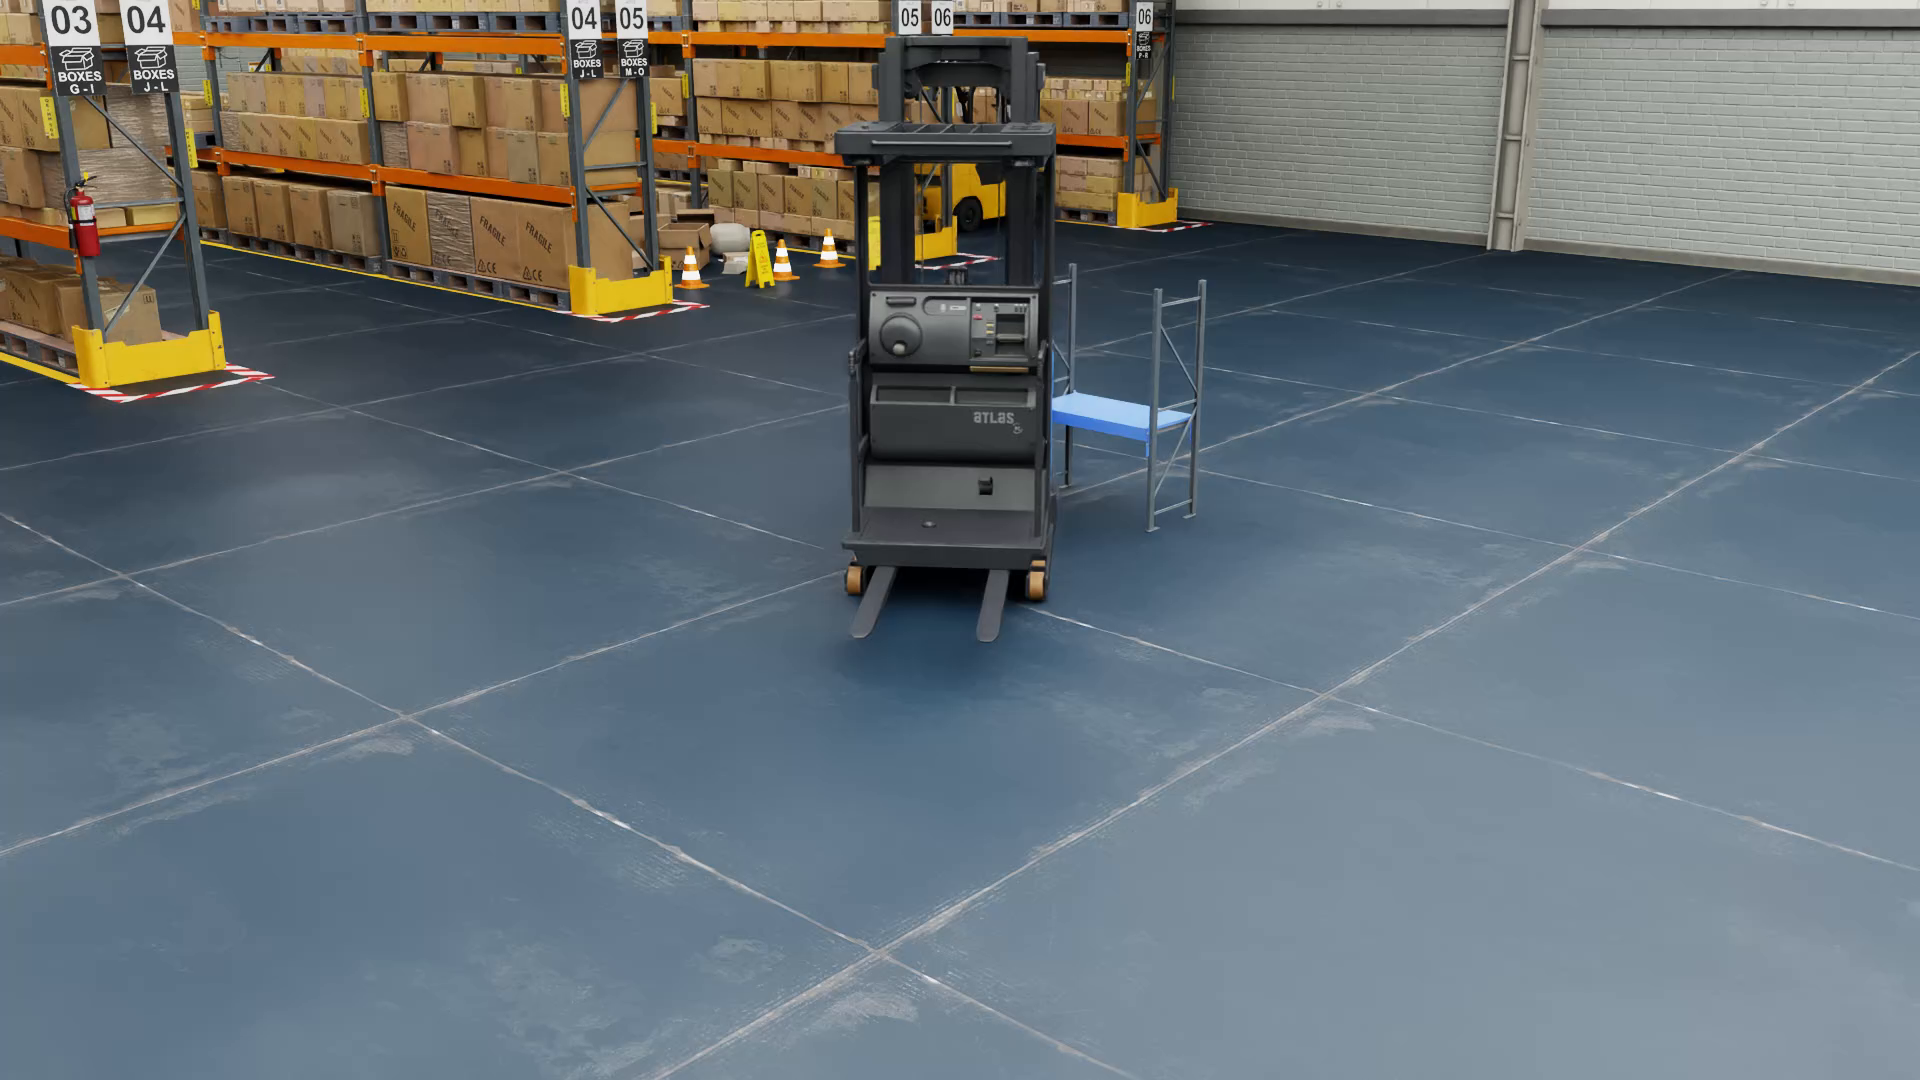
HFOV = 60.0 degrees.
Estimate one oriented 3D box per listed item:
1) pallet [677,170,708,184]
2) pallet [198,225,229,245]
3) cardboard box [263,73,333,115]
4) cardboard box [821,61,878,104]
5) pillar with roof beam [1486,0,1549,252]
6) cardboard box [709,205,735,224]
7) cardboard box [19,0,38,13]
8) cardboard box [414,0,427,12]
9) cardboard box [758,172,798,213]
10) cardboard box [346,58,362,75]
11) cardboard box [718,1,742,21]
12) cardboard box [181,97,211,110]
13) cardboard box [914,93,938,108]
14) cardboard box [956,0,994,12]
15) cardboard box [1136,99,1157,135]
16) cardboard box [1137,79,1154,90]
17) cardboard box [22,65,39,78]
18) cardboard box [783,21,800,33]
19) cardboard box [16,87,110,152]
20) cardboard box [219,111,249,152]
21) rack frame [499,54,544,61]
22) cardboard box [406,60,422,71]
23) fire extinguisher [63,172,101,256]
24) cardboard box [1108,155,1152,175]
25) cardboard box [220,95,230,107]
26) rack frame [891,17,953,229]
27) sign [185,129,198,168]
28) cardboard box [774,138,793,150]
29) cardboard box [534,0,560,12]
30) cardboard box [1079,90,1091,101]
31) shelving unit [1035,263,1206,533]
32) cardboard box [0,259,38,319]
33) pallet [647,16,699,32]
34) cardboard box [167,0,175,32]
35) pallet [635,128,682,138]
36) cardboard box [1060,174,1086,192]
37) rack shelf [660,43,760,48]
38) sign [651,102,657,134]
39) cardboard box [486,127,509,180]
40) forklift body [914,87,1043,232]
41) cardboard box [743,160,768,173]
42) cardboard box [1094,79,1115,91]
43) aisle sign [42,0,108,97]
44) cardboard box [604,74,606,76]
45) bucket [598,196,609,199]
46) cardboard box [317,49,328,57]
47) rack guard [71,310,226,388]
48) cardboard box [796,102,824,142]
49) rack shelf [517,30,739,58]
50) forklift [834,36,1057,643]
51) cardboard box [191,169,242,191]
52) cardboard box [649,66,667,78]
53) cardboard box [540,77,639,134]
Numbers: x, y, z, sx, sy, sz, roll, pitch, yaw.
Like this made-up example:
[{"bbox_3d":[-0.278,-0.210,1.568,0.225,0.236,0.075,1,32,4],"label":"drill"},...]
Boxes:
[{"bbox_3d":[-4.605,-6.912,31.542,1.213,0.211,1.003,15,23,39],"label":"pallet"},{"bbox_3d":[-10.249,-4.402,23.633,1.213,0.211,1.003,15,23,39],"label":"pallet"},{"bbox_3d":[-8.572,-5.802,21.616,0.500,0.500,0.700,15,23,38],"label":"cardboard box"},{"bbox_3d":[-1.373,-5.930,21.528,0.500,0.500,0.700,15,23,40],"label":"cardboard box"},{"bbox_3d":[4.527,-7.256,18.098,0.400,9.000,9.100,15,23,39],"label":"pillar with roof beam"},{"bbox_3d":[-3.202,-4.621,23.564,0.500,0.250,0.500,14,22,37],"label":"cardboard box"},{"bbox_3d":[-7.465,-4.399,13.644,0.250,0.149,0.380,15,23,39],"label":"cardboard box"},{"bbox_3d":[-5.865,-5.974,18.575,0.250,0.149,0.380,15,23,38],"label":"cardboard box"},{"bbox_3d":[-2.407,-4.769,22.791,0.500,0.500,0.500,17,24,42],"label":"cardboard box"},{"bbox_3d":[-10.358,-8.177,29.101,0.500,0.500,0.500,15,23,38],"label":"cardboard box"},{"bbox_3d":[-2.925,-7.159,22.508,0.500,0.250,0.500,15,23,39],"label":"cardboard box"},{"bbox_3d":[-10.337,-5.932,22.583,0.250,0.149,0.380,14,22,37],"label":"cardboard box"},{"bbox_3d":[-0.709,-7.242,27.394,0.500,0.250,0.500,14,23,38],"label":"cardboard box"},{"bbox_3d":[0.289,-8.447,26.099,0.500,0.311,0.500,16,23,40],"label":"cardboard box"},{"bbox_3d":[2.634,-6.441,25.284,0.500,0.500,0.500,16,24,41],"label":"cardboard box"},{"bbox_3d":[2.710,-6.846,24.994,0.250,0.149,0.380,14,23,38],"label":"cardboard box"},{"bbox_3d":[-14.350,-7.385,26.112,0.500,0.500,0.500,14,22,38],"label":"cardboard box"},{"bbox_3d":[-2.103,-6.724,21.797,0.250,0.149,0.380,15,23,39],"label":"cardboard box"},{"bbox_3d":[-7.625,-3.586,14.142,0.500,0.500,0.500,15,23,39],"label":"cardboard box"},{"bbox_3d":[-9.509,-5.470,22.224,0.500,0.500,0.500,15,23,40],"label":"cardboard box"},{"bbox_3d":[-9.147,-9.444,34.910,0.127,3.000,1.000,15,23,39],"label":"rack frame"},{"bbox_3d":[-8.910,-7.792,27.887,0.500,0.500,0.500,15,23,39],"label":"cardboard box"},{"bbox_3d":[-7.270,-2.701,13.793,0.183,0.674,0.296,15,23,39],"label":"fire extinguisher"},{"bbox_3d":[2.586,-5.737,25.428,0.500,0.250,0.500,15,23,38],"label":"cardboard box"},{"bbox_3d":[-10.086,-6.128,23.198,0.250,0.149,0.380,14,23,38],"label":"cardboard box"},{"bbox_3d":[-0.472,-5.108,21.247,0.127,3.000,1.000,15,23,39],"label":"rack frame"},{"bbox_3d":[-6.690,-3.401,14.438,0.005,0.325,0.100,15,23,39],"label":"sign"},{"bbox_3d":[-2.284,-5.352,22.432,0.250,0.149,0.380,15,23,39],"label":"cardboard box"},{"bbox_3d":[-4.156,-5.515,17.128,0.250,0.149,0.380,15,23,39],"label":"cardboard box"},{"bbox_3d":[2.010,-6.705,25.042,0.250,0.149,0.380,16,23,40],"label":"cardboard box"},{"bbox_3d":[0.951,-0.923,10.541,1.048,1.500,0.538,16,23,40],"label":"shelving unit"},{"bbox_3d":[-9.336,-2.475,16.389,0.500,0.500,0.500,-10,20,-28],"label":"cardboard box"},{"bbox_3d":[-3.855,-7.399,23.819,1.003,0.211,1.213,15,23,39],"label":"pallet"},{"bbox_3d":[-10.644,-7.206,22.734,0.500,0.500,0.500,15,23,39],"label":"cardboard box"},{"bbox_3d":[-4.948,-6.234,25.114,1.213,0.211,1.003,15,23,39],"label":"pallet"},{"bbox_3d":[1.880,-5.489,25.475,0.500,0.250,0.500,15,23,39],"label":"cardboard box"},{"bbox_3d":[-4.660,-9.326,30.769,4.000,0.370,1.077,15,23,39],"label":"rack shelf"},{"bbox_3d":[-3.309,-4.542,17.903,0.005,0.325,0.100,15,23,39],"label":"sign"},{"bbox_3d":[-4.751,-4.349,18.610,0.550,0.550,0.875,15,23,39],"label":"cardboard box"},{"bbox_3d":[0.191,-5.795,24.815,1.214,2.155,2.313,15,23,39],"label":"forklift body"},{"bbox_3d":[-2.763,-5.146,22.907,0.250,0.149,0.380,16,24,41],"label":"cardboard box"},{"bbox_3d":[2.207,-6.797,24.840,0.250,0.149,0.380,15,23,39],"label":"cardboard box"},{"bbox_3d":[-7.203,-4.024,13.536,0.004,0.787,0.394,15,23,39],"label":"aisle sign"},{"bbox_3d":[-5.477,-6.753,25.079,0.500,0.500,0.500,16,23,40],"label":"cardboard box"},{"bbox_3d":[-5.042,-4.429,22.007,0.726,0.611,0.620,-9,10,-27],"label":"bucket"},{"bbox_3d":[-11.225,-8.699,29.672,0.250,0.149,0.380,14,23,38],"label":"cardboard box"},{"bbox_3d":[-7.107,-1.689,14.608,0.348,0.500,1.175,15,23,39],"label":"rack guard"},{"bbox_3d":[-1.804,-5.546,21.973,0.500,0.500,0.500,15,23,39],"label":"cardboard box"},{"bbox_3d":[-4.960,-7.399,24.698,4.000,0.370,1.077,15,23,39],"label":"rack shelf"},{"bbox_3d":[-0.052,-1.170,8.953,1.130,2.935,3.031,1,18,5],"label":"forklift"},{"bbox_3d":[-10.351,-5.018,23.162,0.500,0.250,0.500,14,23,38],"label":"cardboard box"},{"bbox_3d":[-4.483,-6.787,24.113,0.250,0.149,0.380,14,22,38],"label":"cardboard box"},{"bbox_3d":[-3.934,-4.637,17.730,0.550,0.550,0.875,15,23,39],"label":"cardboard box"}]
